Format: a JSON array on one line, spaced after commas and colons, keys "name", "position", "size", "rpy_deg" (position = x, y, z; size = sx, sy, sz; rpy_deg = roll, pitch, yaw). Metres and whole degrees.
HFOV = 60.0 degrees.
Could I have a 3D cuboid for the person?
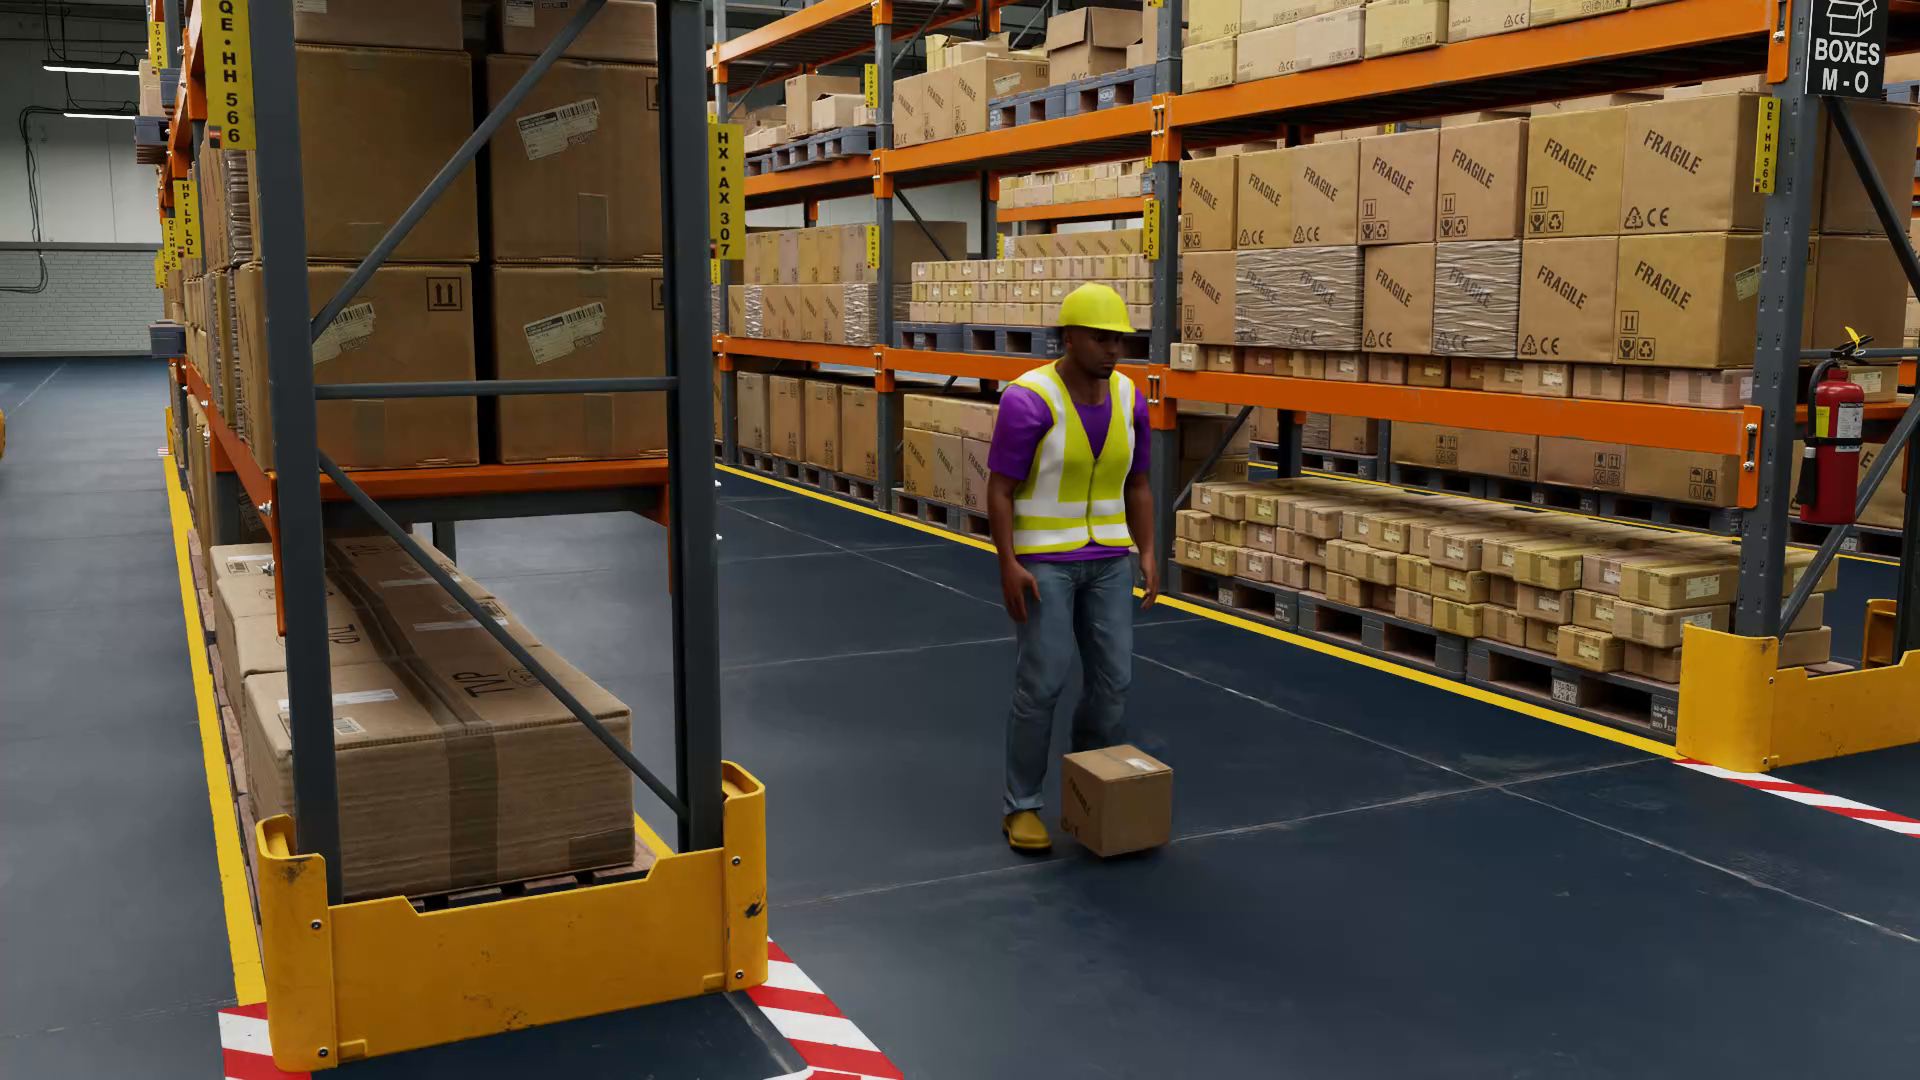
[{"name": "person", "position": [0.369, 0.073, 5.286], "size": [0.607, 1.762, 0.449], "rpy_deg": [-4, 10, -28]}]
